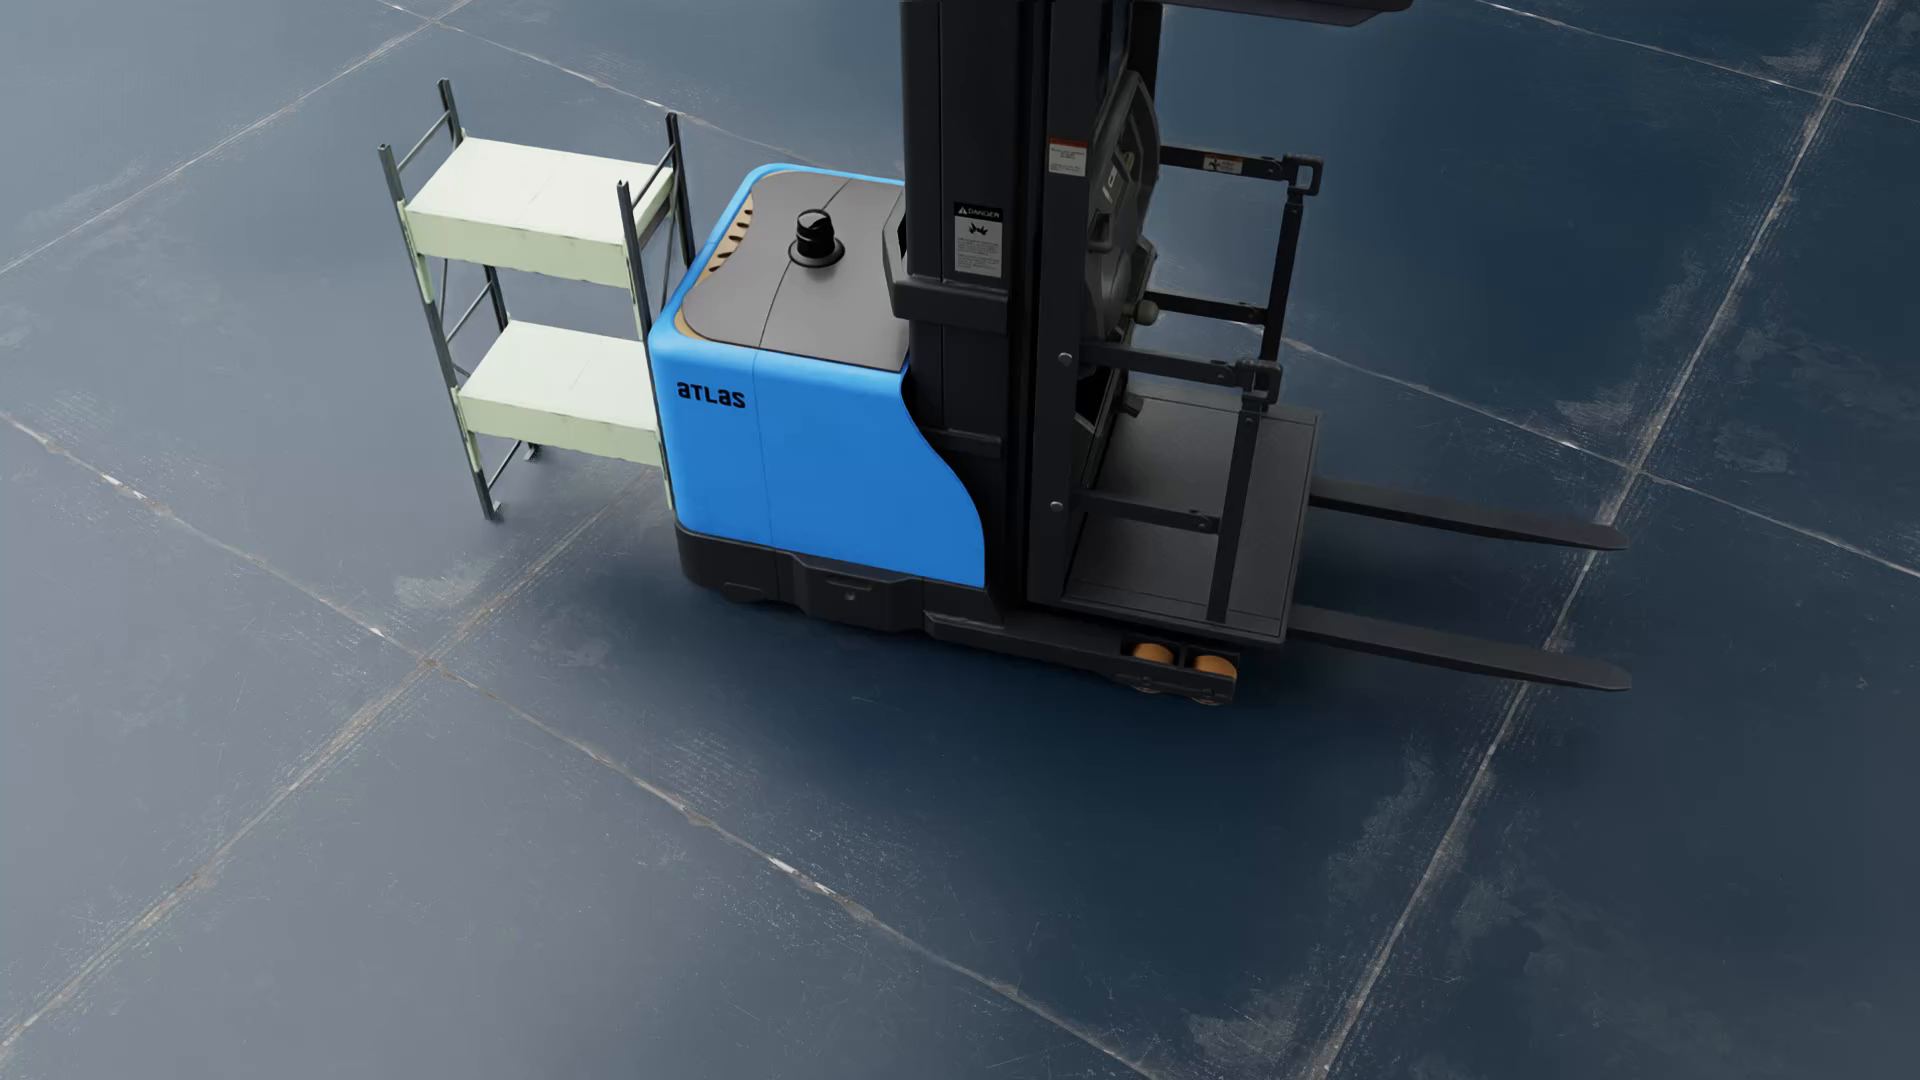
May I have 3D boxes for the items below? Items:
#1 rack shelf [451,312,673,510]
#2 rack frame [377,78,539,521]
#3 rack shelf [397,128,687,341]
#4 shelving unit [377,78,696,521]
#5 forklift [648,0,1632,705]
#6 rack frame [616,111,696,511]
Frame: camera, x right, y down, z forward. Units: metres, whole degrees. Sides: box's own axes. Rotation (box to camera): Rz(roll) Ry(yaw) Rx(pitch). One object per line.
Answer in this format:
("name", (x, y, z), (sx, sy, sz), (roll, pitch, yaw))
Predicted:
("rack shelf", (-1.248, -0.437, 5.584), (0.720, 0.370, 0.431), (11, 47, 10))
("rack frame", (-1.602, -0.731, 5.415), (0.023, 1.500, 0.400), (11, 47, 10))
("rack shelf", (-1.248, -0.936, 5.070), (0.720, 0.370, 0.431), (11, 47, 10))
("shelving unit", (-1.248, -0.664, 5.350), (0.755, 1.500, 0.431), (11, 47, 10))
("forklift", (0.643, -0.926, 4.606), (3.031, 2.935, 1.130), (11, 47, 10))
("rack frame", (-0.894, -0.597, 5.285), (0.023, 1.500, 0.400), (11, 47, 10))
